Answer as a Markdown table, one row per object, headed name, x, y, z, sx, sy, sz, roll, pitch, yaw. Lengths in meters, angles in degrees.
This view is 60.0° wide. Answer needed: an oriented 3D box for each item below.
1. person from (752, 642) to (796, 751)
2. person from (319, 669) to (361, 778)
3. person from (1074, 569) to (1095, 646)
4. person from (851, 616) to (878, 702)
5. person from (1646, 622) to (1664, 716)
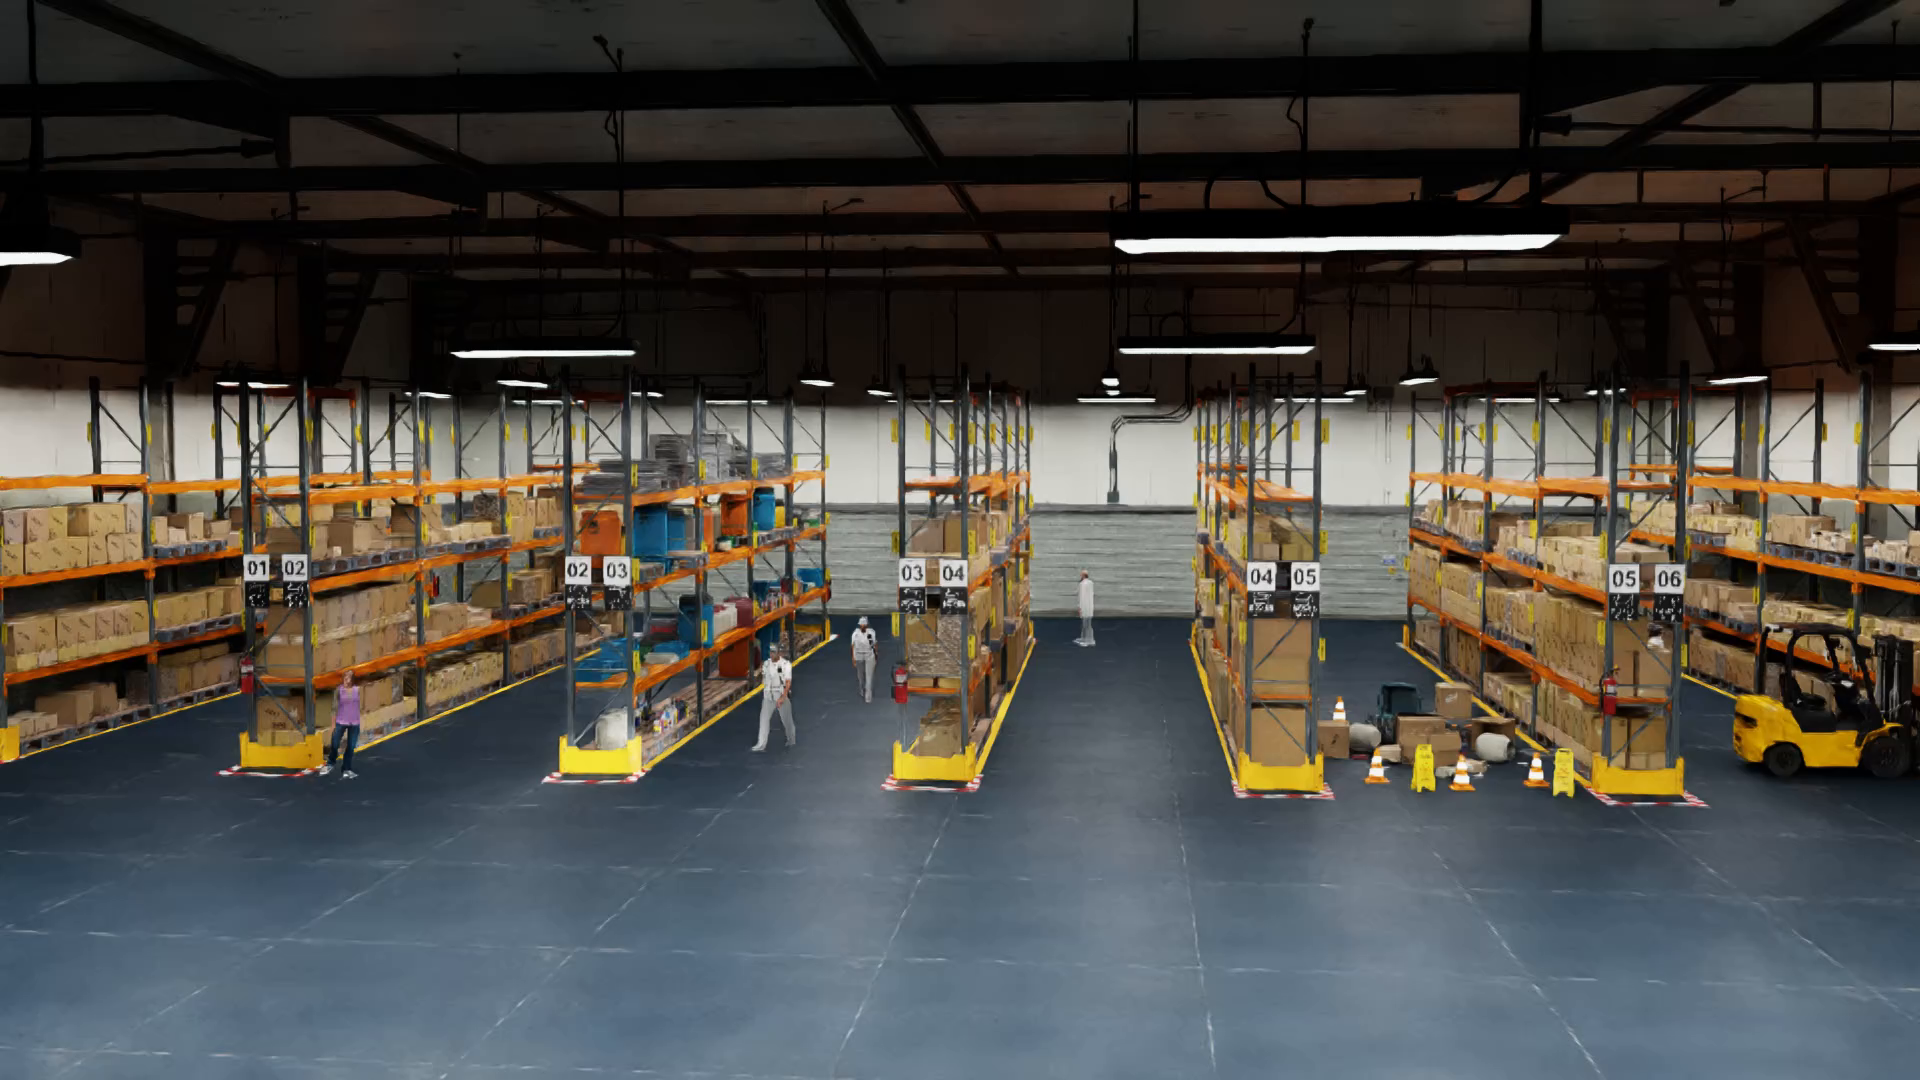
| name | x | y | z | sx | sy | sz | roll | pitch | yaw |
| --- | --- | --- | --- | --- | --- | --- | --- | --- | --- |
| person | -2.894 | 2.448 | 26.229 | 0.534 | 1.705 | 1.041 | 1 | 4 | 15 |
| person | -8.967 | 2.659 | 24.083 | 0.575 | 1.587 | 0.463 | -3 | 5 | -37 |
| person | 2.933 | 1.579 | 39.224 | 0.604 | 1.775 | 0.657 | 2 | 4 | 23 |
| person | -1.793 | 2.203 | 31.083 | 0.497 | 1.582 | 1.070 | 0 | 4 | 8 |
| person | 12.114 | 2.287 | 29.121 | 0.469 | 1.677 | 0.497 | 3 | 4 | 35 |
